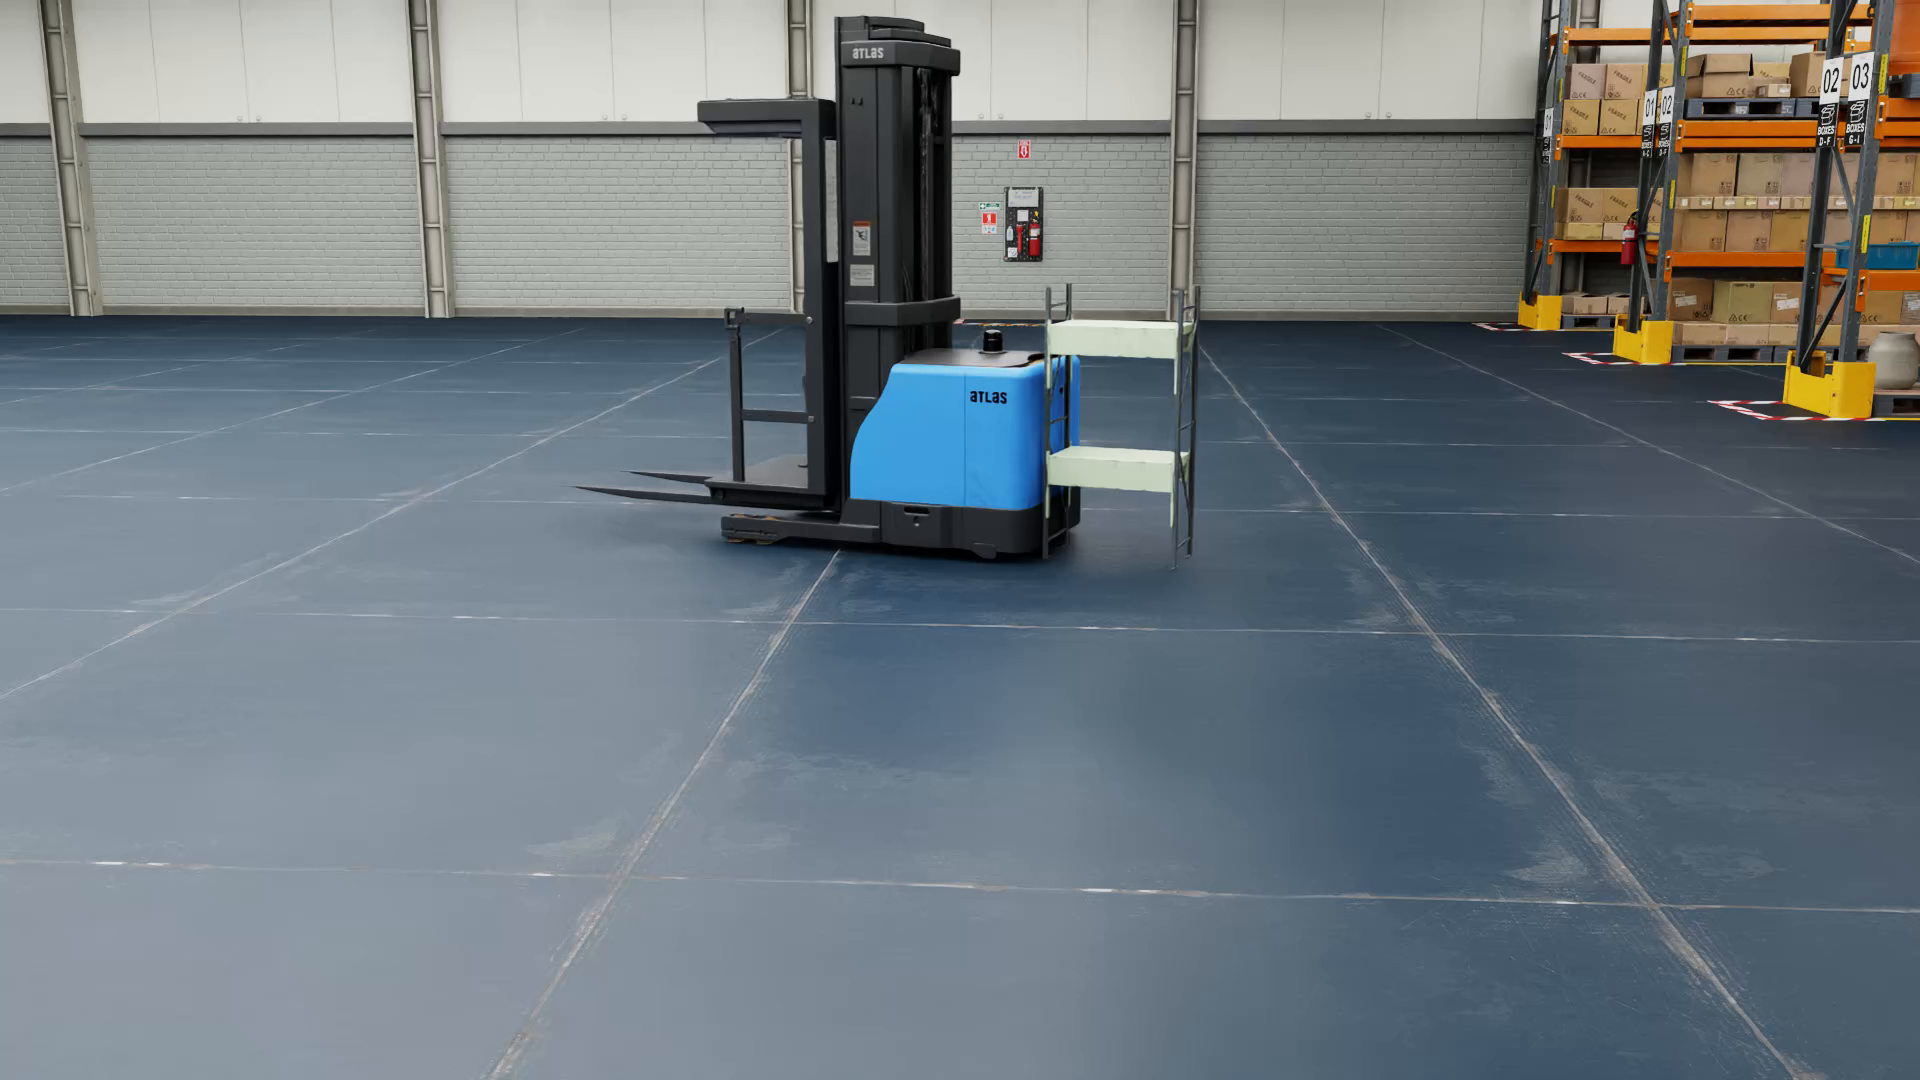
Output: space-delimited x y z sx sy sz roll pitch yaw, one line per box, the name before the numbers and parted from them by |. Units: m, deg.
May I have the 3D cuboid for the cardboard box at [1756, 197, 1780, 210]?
cardboard box | 9.517 -3.999 19.732 0.250 0.149 0.380 1 12 3

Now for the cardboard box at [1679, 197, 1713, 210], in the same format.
cardboard box | 8.753 -4.010 19.783 0.250 0.149 0.380 1 12 3

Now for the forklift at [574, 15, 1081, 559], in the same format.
forklift | -0.853 -1.497 9.767 3.031 2.935 1.130 5 13 21

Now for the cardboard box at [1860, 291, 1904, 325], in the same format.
cardboard box | 10.893 -2.842 19.886 0.500 0.500 0.500 1 12 4

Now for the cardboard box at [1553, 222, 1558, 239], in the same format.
cardboard box | 9.183 -4.674 25.106 0.500 0.250 0.500 1 12 5

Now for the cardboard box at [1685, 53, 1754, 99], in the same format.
cardboard box | 8.949 -5.477 19.679 0.637 0.503 0.797 2 12 8

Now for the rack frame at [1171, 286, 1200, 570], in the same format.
rack frame | 1.224 -0.608 9.014 0.023 1.500 0.400 5 13 21

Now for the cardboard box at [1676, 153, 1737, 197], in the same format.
cardboard box | 8.894 -4.367 19.906 0.500 0.500 0.700 1 12 4

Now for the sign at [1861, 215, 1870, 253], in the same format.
sign | 8.000 -2.704 14.693 0.005 0.325 0.100 1 12 4

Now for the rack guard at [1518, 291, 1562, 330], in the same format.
rack guard | 8.779 -3.480 25.185 0.348 0.500 1.175 1 12 4

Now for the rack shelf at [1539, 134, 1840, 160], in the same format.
rack shelf | 10.699 -5.794 24.569 4.000 0.370 1.077 1 12 4

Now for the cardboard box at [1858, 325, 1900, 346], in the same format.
cardboard box | 10.892 -2.472 19.950 0.500 0.250 0.500 1 12 4

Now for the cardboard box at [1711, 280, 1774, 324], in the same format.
cardboard box | 9.395 -2.860 19.974 0.500 0.500 0.500 1 12 4

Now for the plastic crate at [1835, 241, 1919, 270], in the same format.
plastic crate | 8.561 -2.662 15.533 0.616 0.251 0.499 1 12 4

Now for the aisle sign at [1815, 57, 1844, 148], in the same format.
aisle sign | 7.989 -4.015 15.287 0.004 0.787 0.394 1 12 4

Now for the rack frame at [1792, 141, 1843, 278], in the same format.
rack frame | 12.694 -4.650 24.672 0.127 3.000 1.000 1 12 4

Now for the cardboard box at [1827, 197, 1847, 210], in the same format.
cardboard box | 10.287 -3.989 19.682 0.250 0.149 0.380 1 12 4

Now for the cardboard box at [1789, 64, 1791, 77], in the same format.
cardboard box | 12.176 -6.618 24.018 0.500 0.500 0.500 0 12 -1

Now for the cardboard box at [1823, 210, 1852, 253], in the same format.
cardboard box | 10.386 -3.712 19.944 0.500 0.500 0.700 1 12 5

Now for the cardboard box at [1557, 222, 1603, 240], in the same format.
cardboard box | 9.169 -4.570 24.605 0.500 0.250 0.500 0 12 2

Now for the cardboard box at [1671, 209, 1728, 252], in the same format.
cardboard box | 8.841 -3.733 20.042 0.500 0.500 0.700 1 12 4

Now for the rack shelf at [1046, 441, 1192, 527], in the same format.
rack shelf | 0.883 -0.317 9.211 0.720 0.370 0.431 5 13 21

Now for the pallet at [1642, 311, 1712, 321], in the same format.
pallet | 10.801 -3.303 25.044 1.213 0.211 1.003 1 12 4

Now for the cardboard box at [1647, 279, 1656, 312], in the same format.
cardboard box | 10.685 -3.641 24.877 0.500 0.500 0.700 0 12 0

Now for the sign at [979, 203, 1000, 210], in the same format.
sign | 0.469 -5.299 26.394 0.331 0.109 0.001 1 12 4

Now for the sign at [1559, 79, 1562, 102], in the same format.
sign | 8.667 -6.490 24.007 0.005 0.325 0.100 1 12 4

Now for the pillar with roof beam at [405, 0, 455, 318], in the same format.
pillar with roof beam | -8.788 -7.175 22.091 0.400 9.000 9.100 1 12 4

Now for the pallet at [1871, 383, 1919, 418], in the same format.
pallet | 8.931 -1.312 15.526 1.213 0.211 1.003 1 12 4

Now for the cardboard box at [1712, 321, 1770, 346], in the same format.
cardboard box | 9.395 -2.494 20.053 0.500 0.250 0.500 1 12 4

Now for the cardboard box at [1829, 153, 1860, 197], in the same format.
cardboard box | 10.422 -4.347 19.812 0.500 0.500 0.700 1 12 4

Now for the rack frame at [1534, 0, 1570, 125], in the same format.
rack frame | 8.703 -7.641 24.319 0.127 3.000 1.000 1 12 4

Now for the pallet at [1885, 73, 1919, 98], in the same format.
pallet | 8.860 -4.025 14.821 1.213 0.211 1.003 1 12 4

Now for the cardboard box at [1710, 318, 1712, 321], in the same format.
cardboard box | 9.431 -2.601 20.567 0.500 0.250 0.500 1 12 4

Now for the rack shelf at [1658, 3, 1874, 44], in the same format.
rack shelf | 10.372 -6.054 19.465 4.000 0.370 1.077 1 12 4

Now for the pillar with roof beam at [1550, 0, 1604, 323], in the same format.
pillar with roof beam | 9.172 -6.929 20.914 0.400 9.000 9.100 1 12 4

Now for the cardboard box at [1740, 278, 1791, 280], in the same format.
cardboard box | 9.930 -2.962 20.462 0.500 0.500 0.500 1 12 4

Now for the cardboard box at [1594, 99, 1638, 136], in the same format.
cardboard box | 9.554 -6.161 24.278 0.500 0.500 0.500 2 12 8

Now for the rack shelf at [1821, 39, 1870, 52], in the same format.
rack shelf | 14.690 -7.011 24.042 4.000 0.370 1.077 1 12 4

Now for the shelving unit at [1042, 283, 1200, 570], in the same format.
shelving unit | 0.883 -0.636 9.144 0.755 1.500 0.431 5 13 21

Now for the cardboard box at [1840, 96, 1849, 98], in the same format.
cardboard box | 10.732 -5.479 19.690 0.637 0.503 0.797 2 12 10

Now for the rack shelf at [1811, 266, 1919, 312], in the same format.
rack shelf | 10.037 -2.301 15.201 4.000 0.370 1.077 1 12 4

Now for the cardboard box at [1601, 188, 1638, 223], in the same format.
cardboard box | 9.652 -4.932 24.503 0.500 0.500 0.500 1 12 4

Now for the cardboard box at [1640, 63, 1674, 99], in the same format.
cardboard box | 10.081 -6.644 24.145 0.500 0.500 0.500 1 12 5

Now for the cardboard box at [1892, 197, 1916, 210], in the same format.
cardboard box | 11.066 -3.979 19.634 0.250 0.149 0.380 1 12 3
